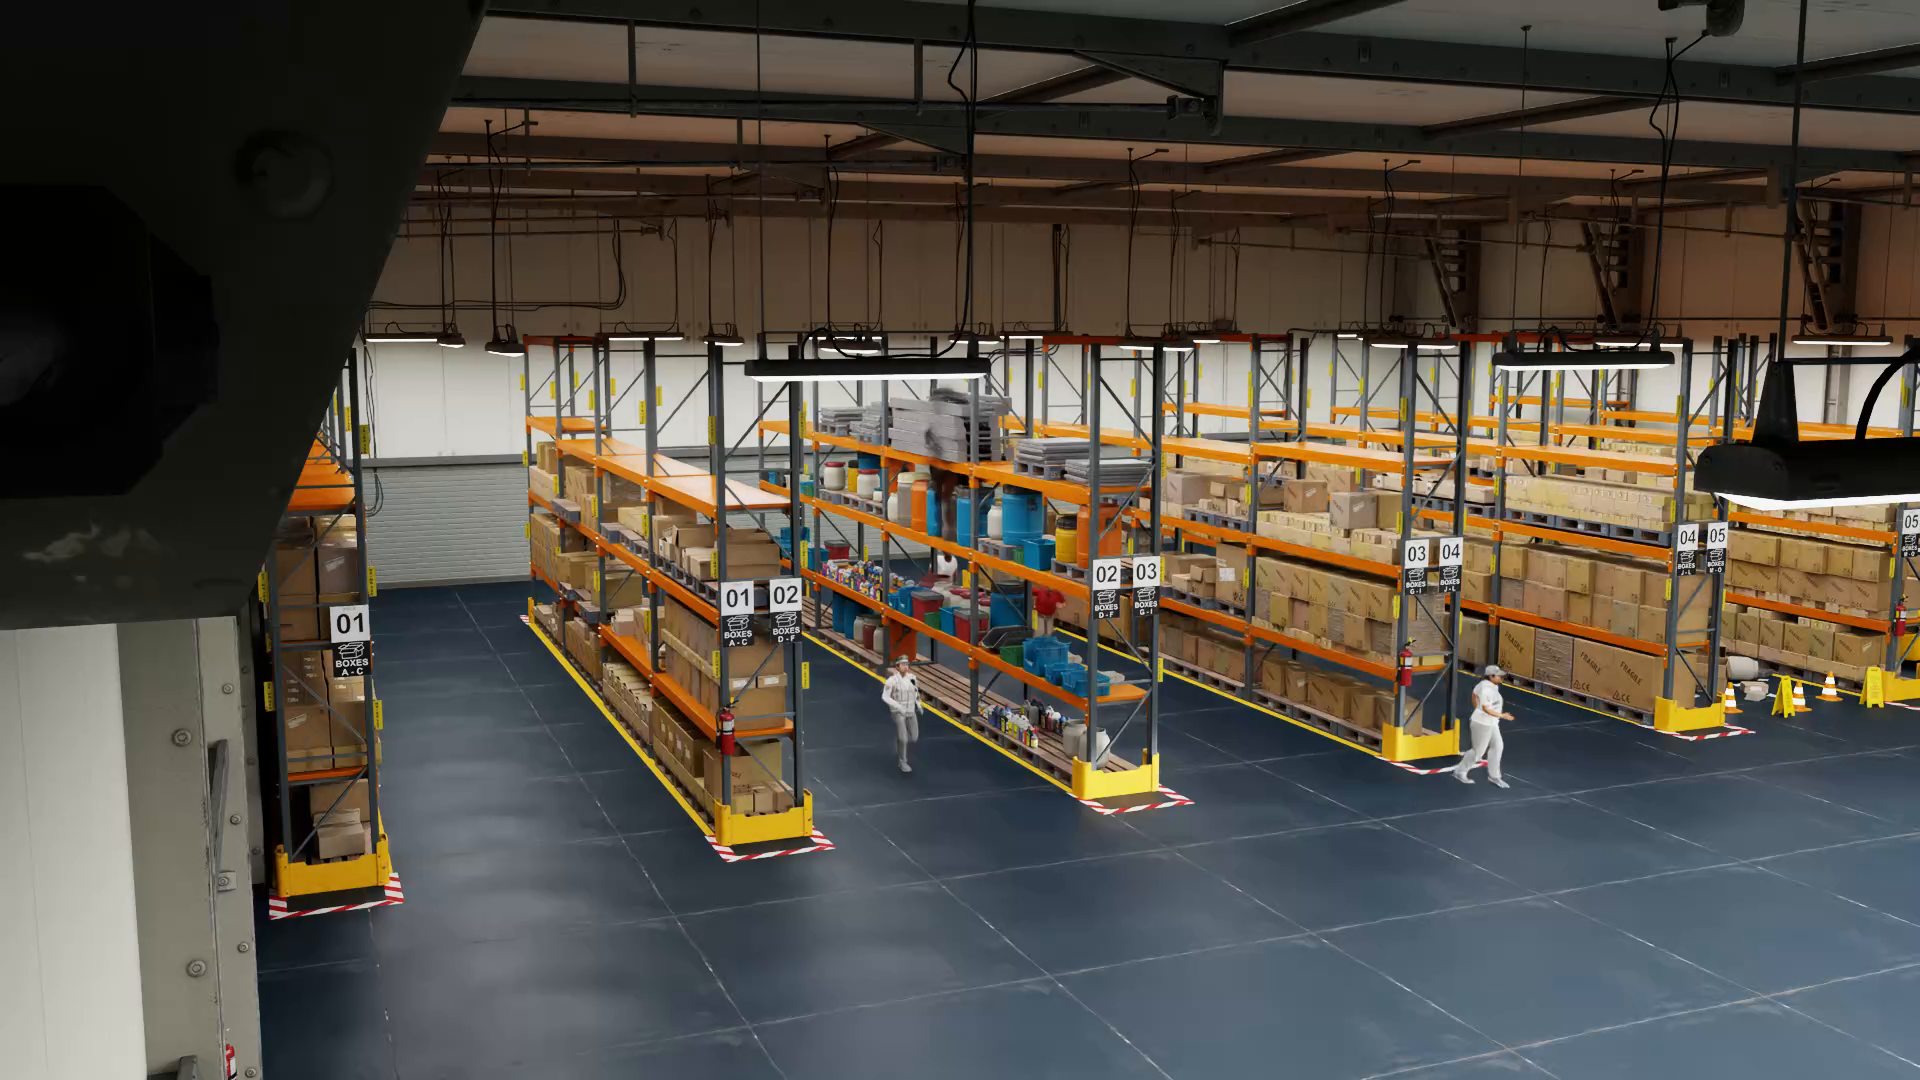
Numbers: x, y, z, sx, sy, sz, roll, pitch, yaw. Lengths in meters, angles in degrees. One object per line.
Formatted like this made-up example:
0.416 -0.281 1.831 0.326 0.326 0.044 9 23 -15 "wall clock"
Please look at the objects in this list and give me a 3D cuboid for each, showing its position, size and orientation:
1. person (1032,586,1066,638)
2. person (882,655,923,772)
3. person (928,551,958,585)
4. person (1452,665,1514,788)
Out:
1.569 1.477 30.800 0.742 1.627 0.782 -3 8 -19 "person"
-0.796 2.421 23.396 0.616 1.660 0.514 -4 9 -29 "person"
-0.360 0.935 34.382 0.712 1.743 0.873 -4 9 -27 "person"
7.096 2.525 22.507 0.773 1.703 0.594 3 8 23 "person"
